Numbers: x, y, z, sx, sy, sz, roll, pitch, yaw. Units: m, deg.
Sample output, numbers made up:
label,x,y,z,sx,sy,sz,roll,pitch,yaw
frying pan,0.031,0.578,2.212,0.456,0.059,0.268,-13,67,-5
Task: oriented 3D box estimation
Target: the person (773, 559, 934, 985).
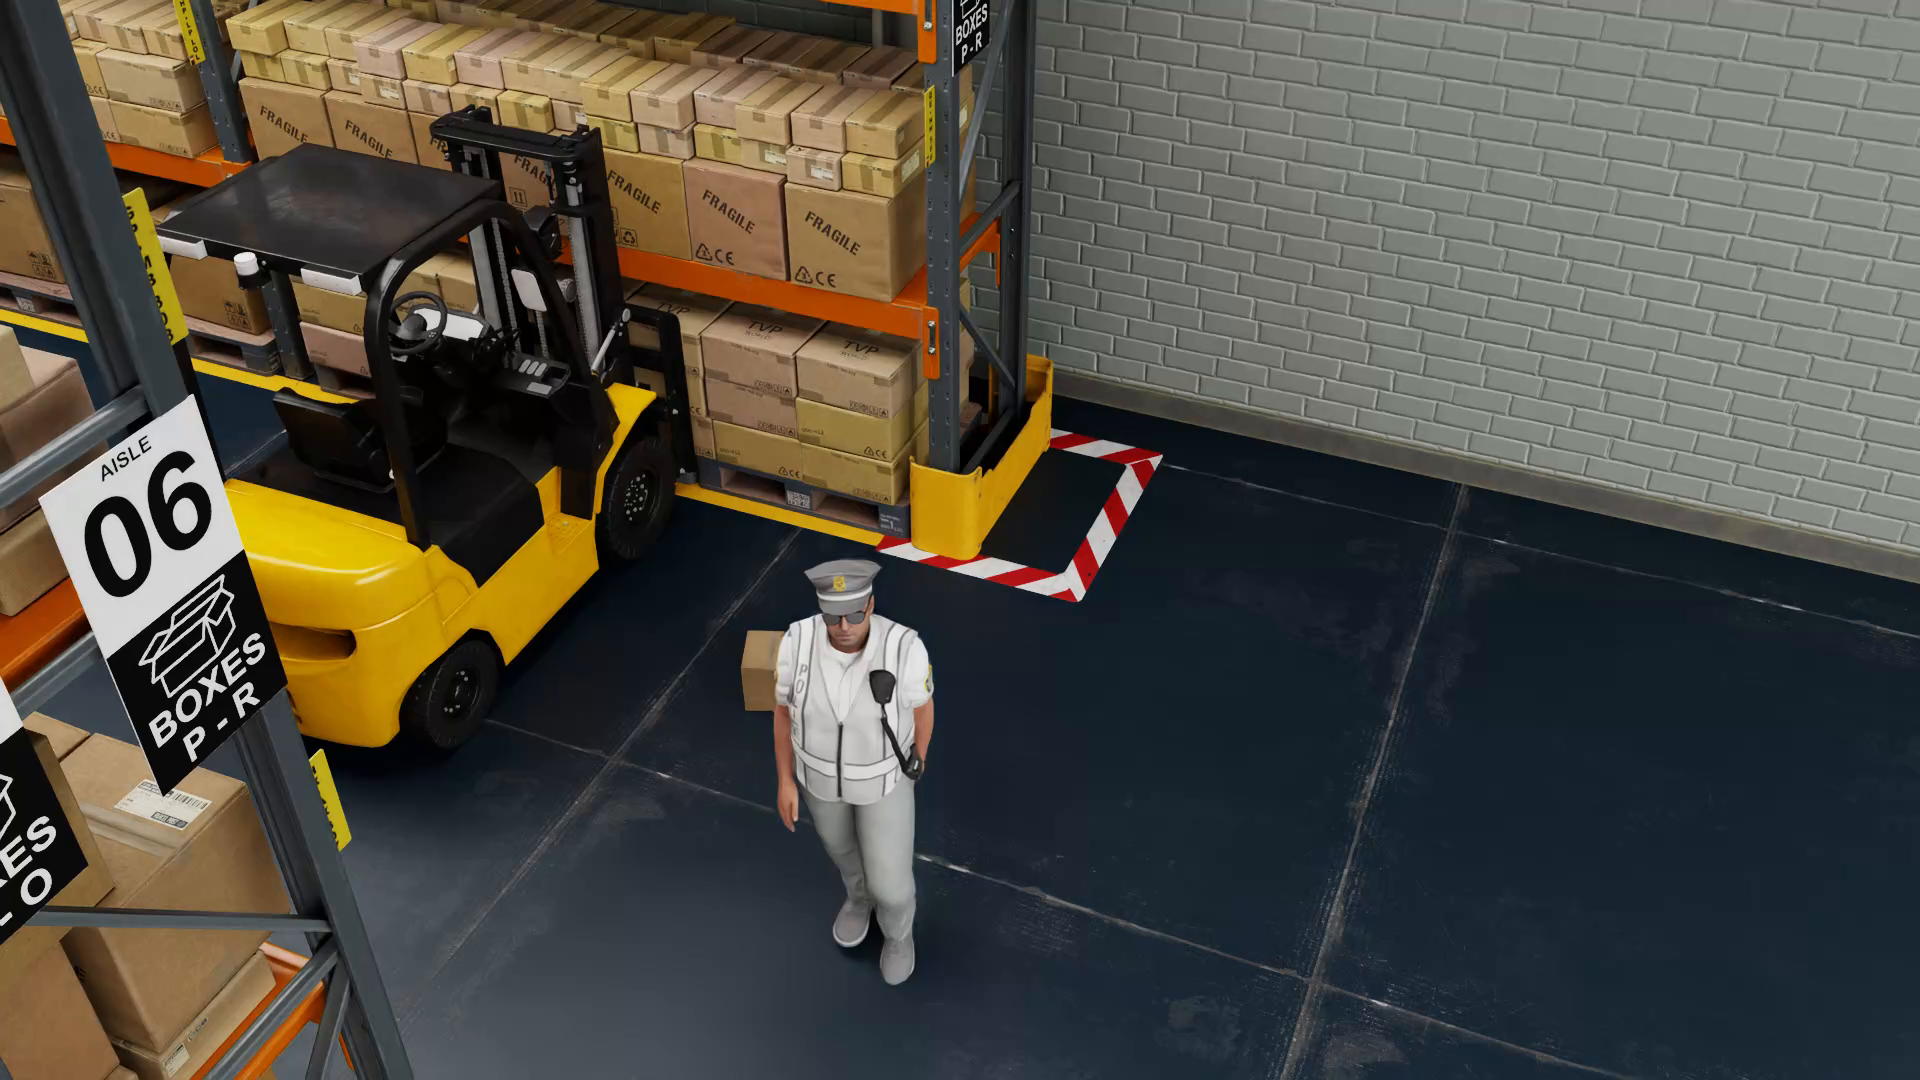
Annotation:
label,x,y,z,sx,sy,sz,roll,pitch,yaw
person,-0.368,0.819,5.735,0.525,1.838,0.504,6,38,8
